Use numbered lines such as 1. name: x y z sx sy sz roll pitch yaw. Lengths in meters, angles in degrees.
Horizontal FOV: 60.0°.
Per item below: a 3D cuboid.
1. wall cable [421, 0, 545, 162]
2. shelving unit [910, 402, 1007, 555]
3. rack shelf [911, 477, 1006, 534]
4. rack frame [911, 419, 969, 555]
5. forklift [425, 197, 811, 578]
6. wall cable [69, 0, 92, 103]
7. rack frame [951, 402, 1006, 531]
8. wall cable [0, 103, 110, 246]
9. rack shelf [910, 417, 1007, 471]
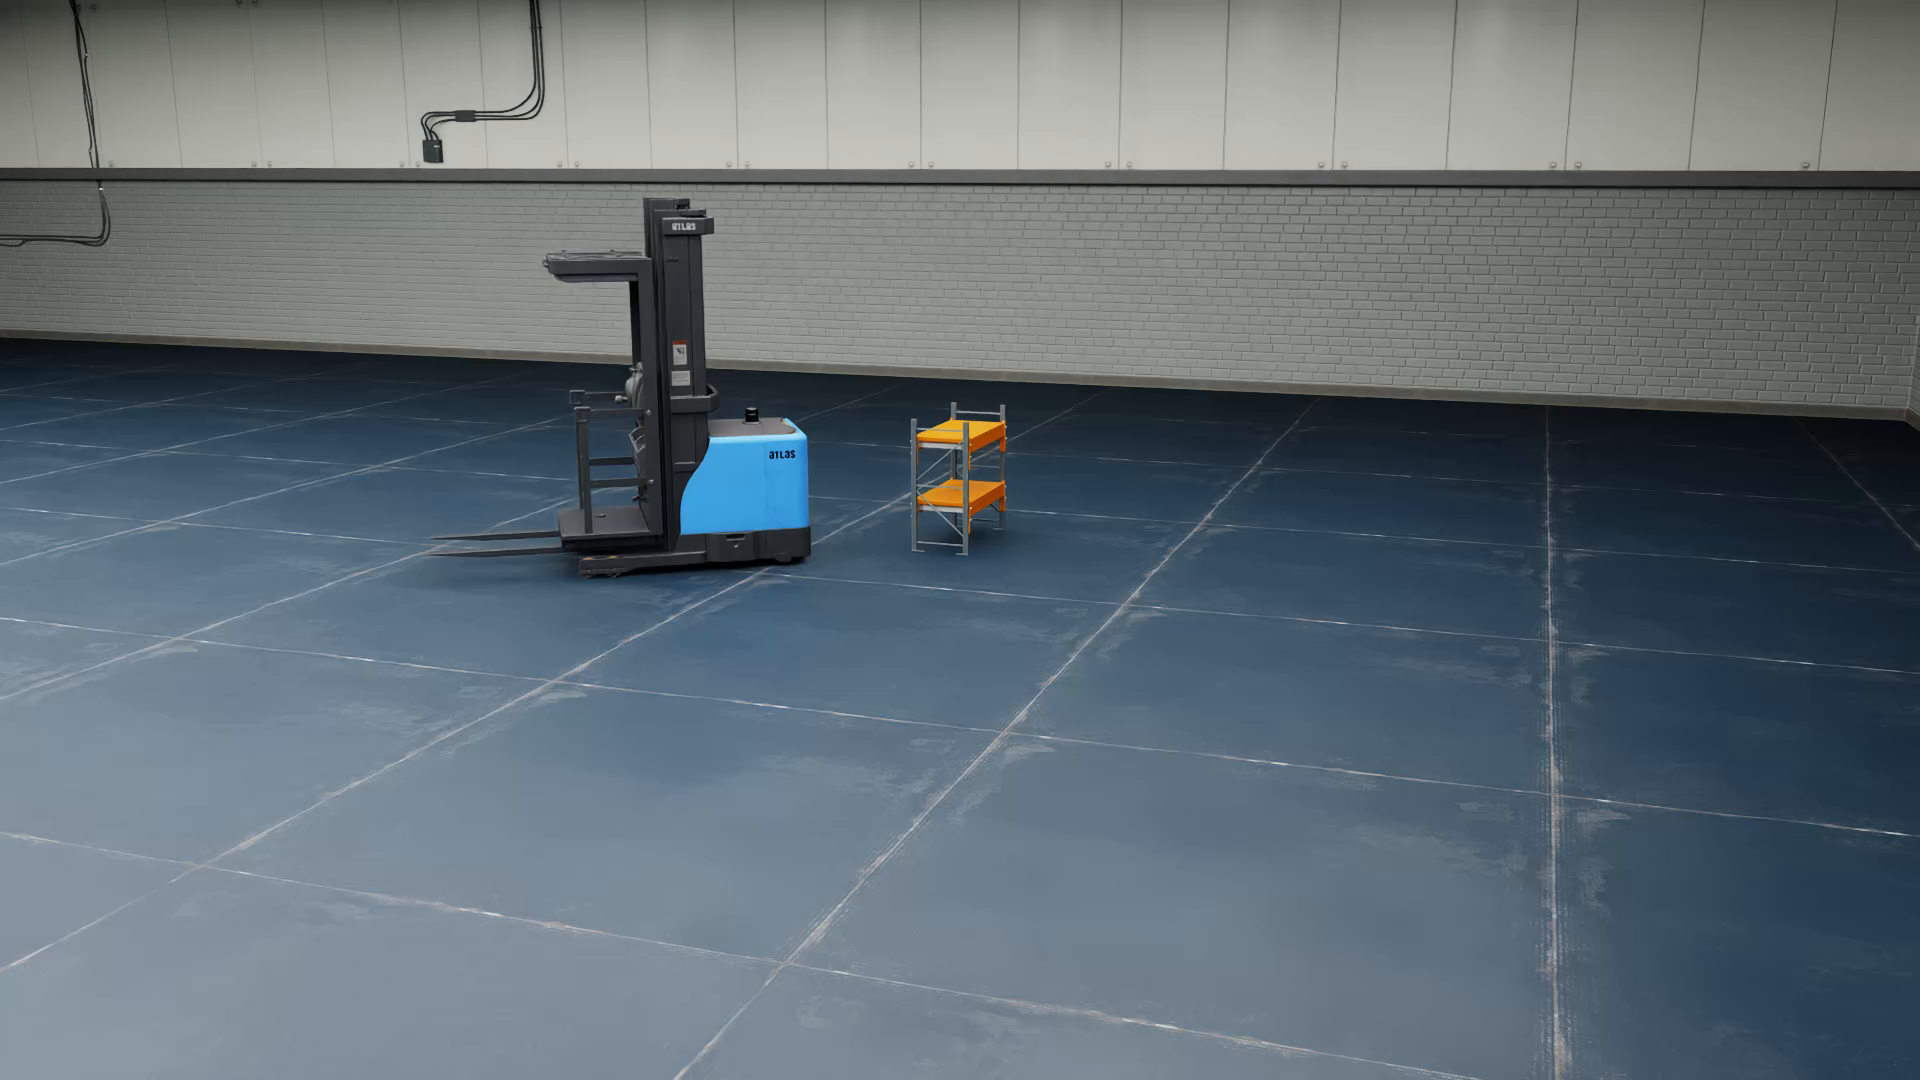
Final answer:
1. wall cable: -7.693 -9.049 26.267 2.305 6.003 0.169 4 14 18
2. shelving unit: -0.002 -0.547 14.357 0.538 1.125 1.048 4 14 18
3. rack shelf: -0.002 -0.309 14.411 0.538 0.278 1.000 4 14 18
4. rack frame: -0.167 -0.440 13.888 0.500 1.125 0.032 4 14 18
5. forklift: -2.799 -1.255 13.402 3.031 2.935 1.130 -3 13 -15
6. wall cable: -14.111 -8.831 28.585 3.097 2.526 0.112 4 14 18
7. rack frame: 0.162 -0.654 14.825 0.500 1.125 0.032 4 14 18
8. wall cable: -16.670 -6.564 30.000 3.097 2.526 0.112 4 14 18
9. rack shelf: -0.002 -0.832 14.291 0.538 0.278 1.000 4 14 18
